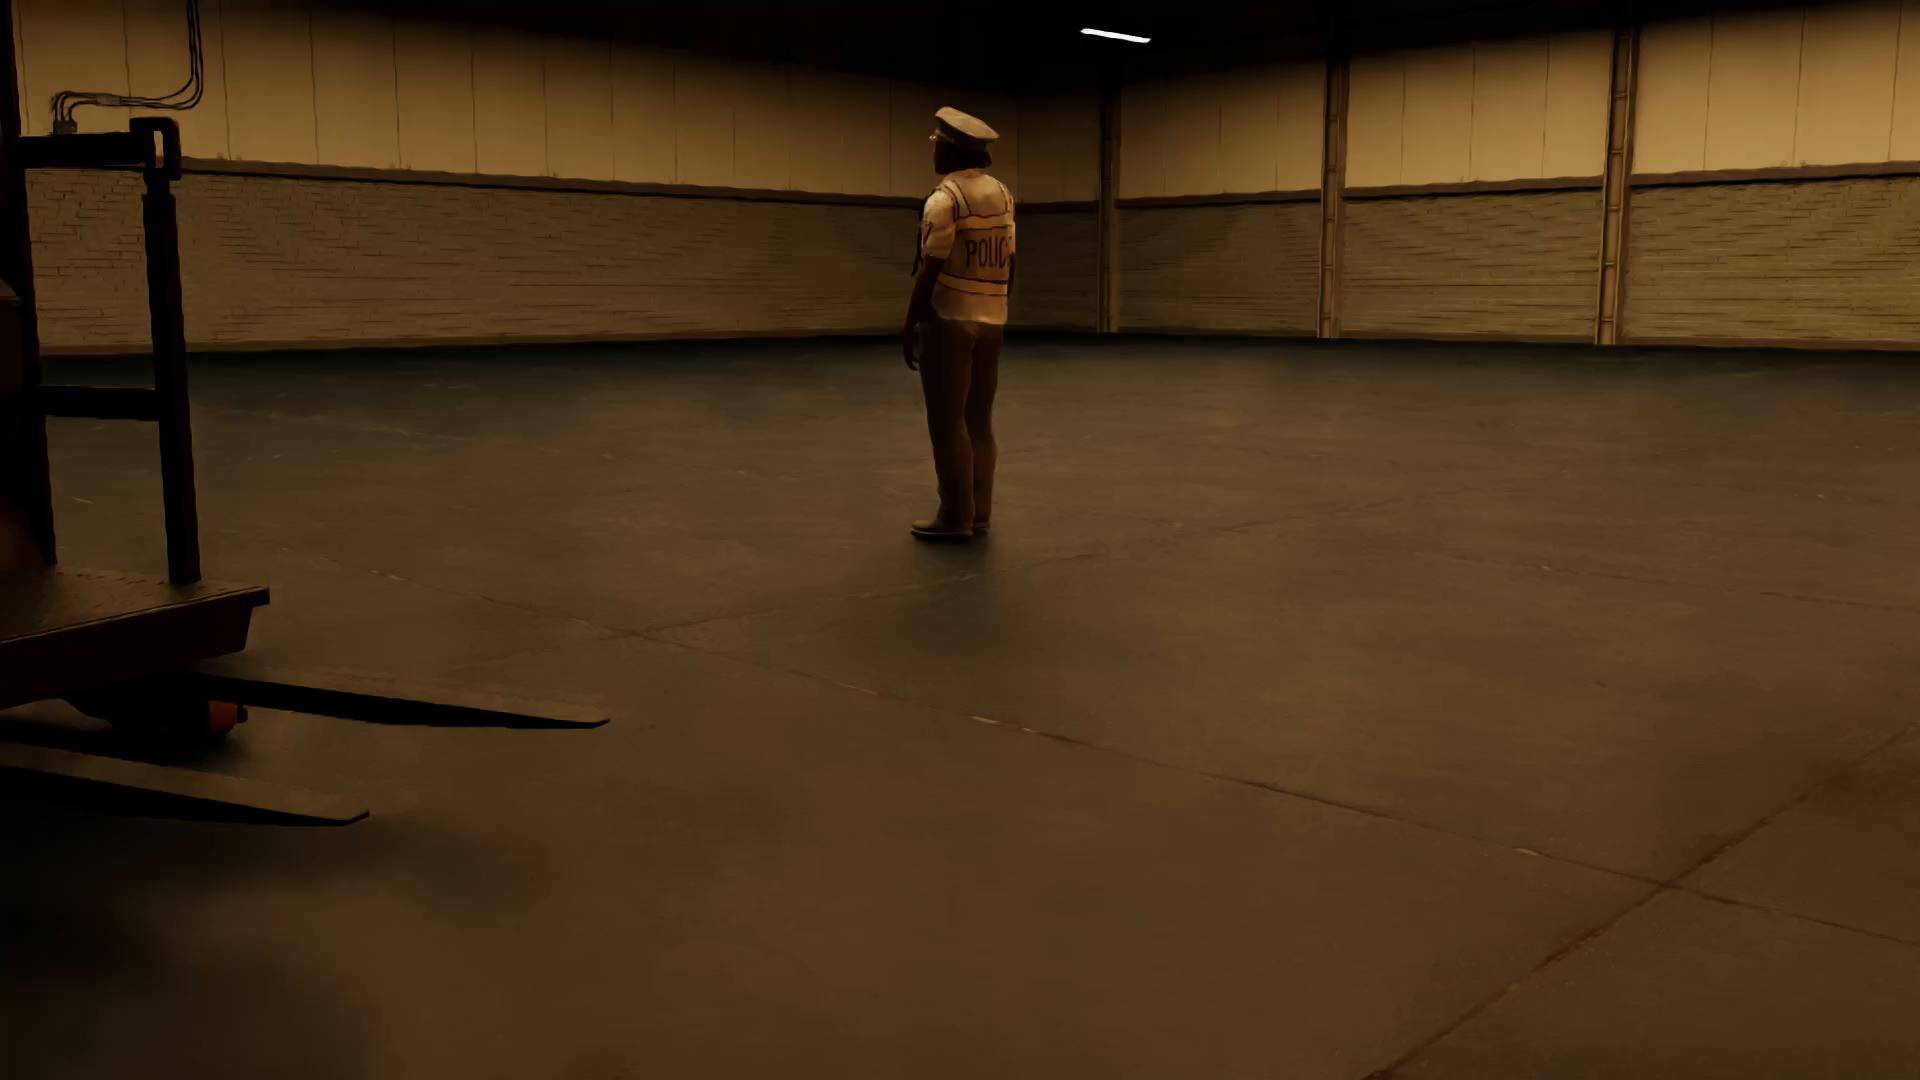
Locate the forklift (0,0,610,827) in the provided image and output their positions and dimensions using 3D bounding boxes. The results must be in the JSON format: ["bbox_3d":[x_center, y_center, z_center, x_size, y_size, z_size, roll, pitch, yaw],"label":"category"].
[{"bbox_3d":[-2.158,-0.949,3.177,3.031,2.935,1.130,4,9,24],"label":"forklift"}]

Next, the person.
[{"bbox_3d":[-0.040,-0.855,6.656,0.529,1.695,0.570,8,12,43],"label":"person"}]
